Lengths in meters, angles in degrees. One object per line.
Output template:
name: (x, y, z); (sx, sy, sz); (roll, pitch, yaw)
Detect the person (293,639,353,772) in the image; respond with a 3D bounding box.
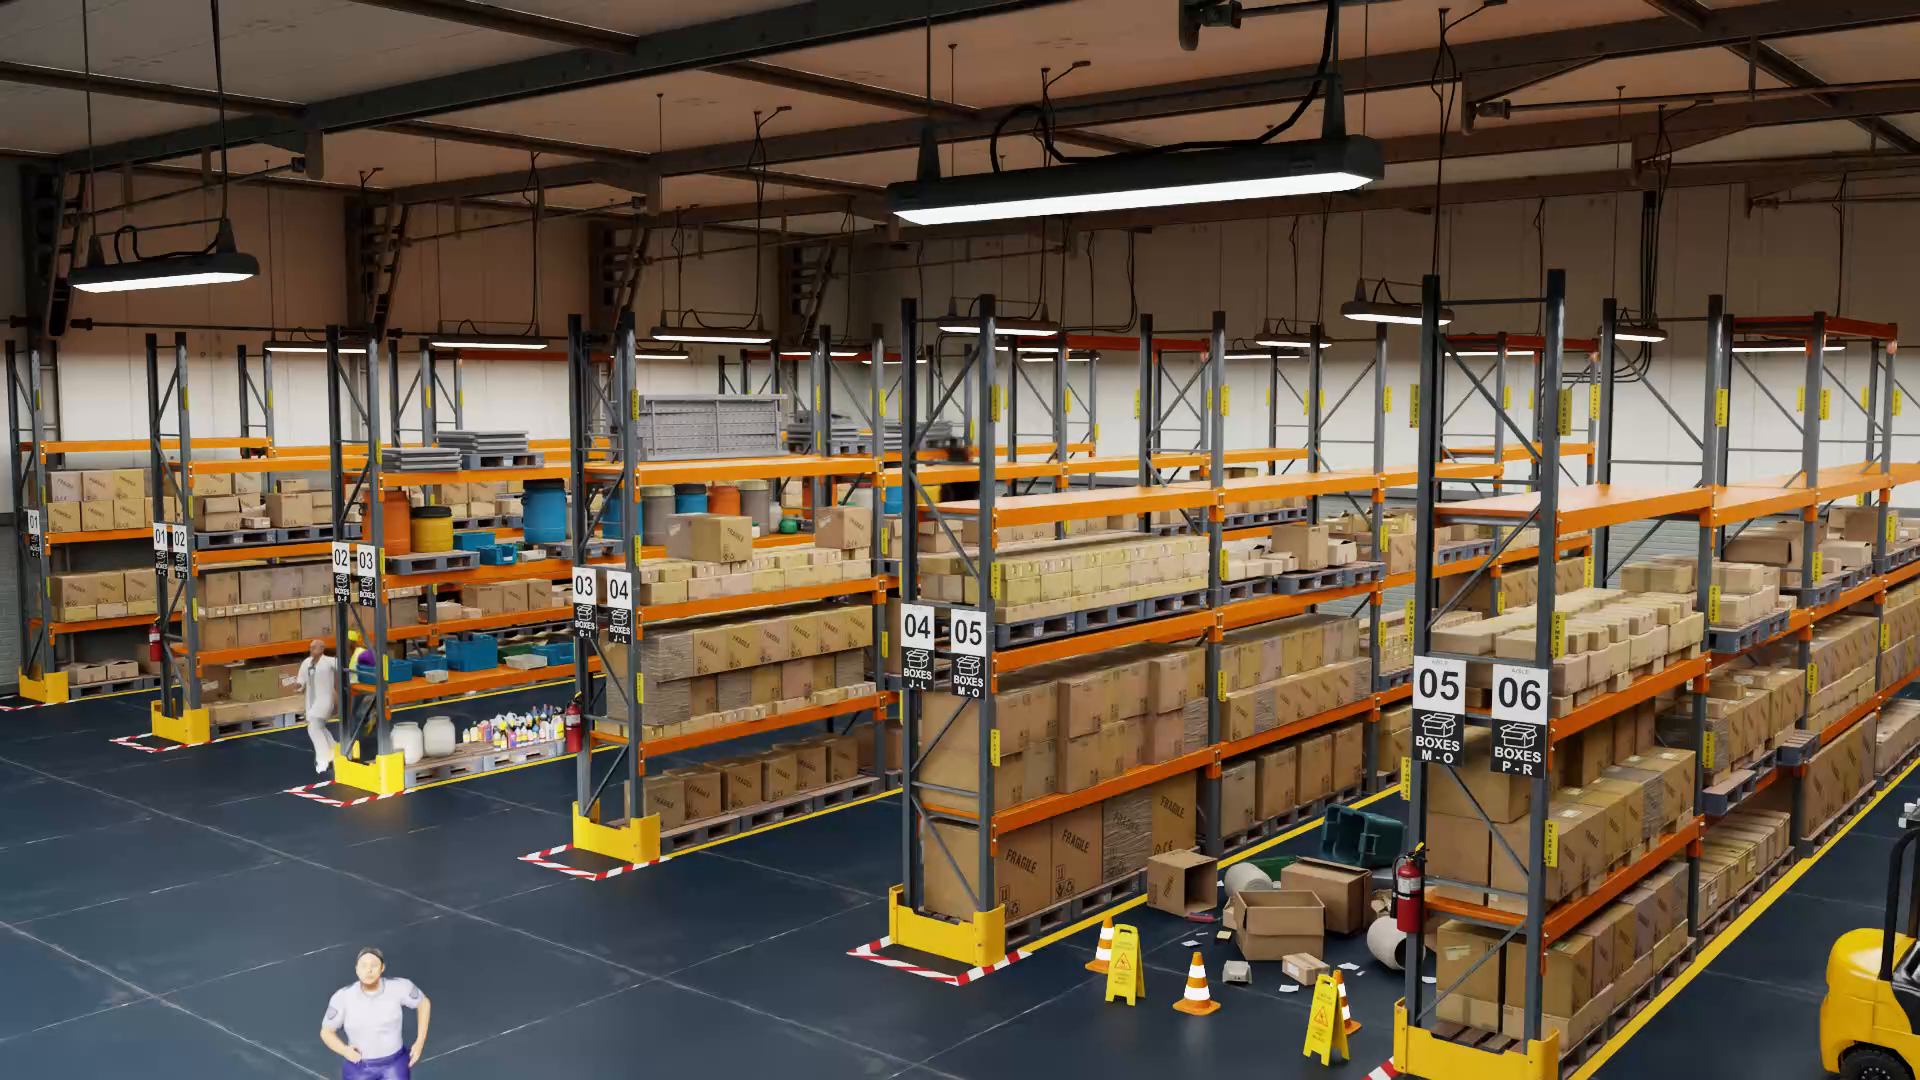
person: (-8.713, 2.270, 22.652); (0.725, 1.829, 0.797); (2, 6, 25)

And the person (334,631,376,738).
person: (-8.696, 2.161, 23.941); (0.727, 1.742, 0.827); (2, 6, 22)

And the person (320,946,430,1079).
person: (-3.725, 3.398, 10.610); (0.661, 1.617, 0.570); (-1, 5, -15)

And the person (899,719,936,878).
person: (-0.369, 2.762, 17.786); (0.617, 1.731, 0.717); (4, 6, 36)
